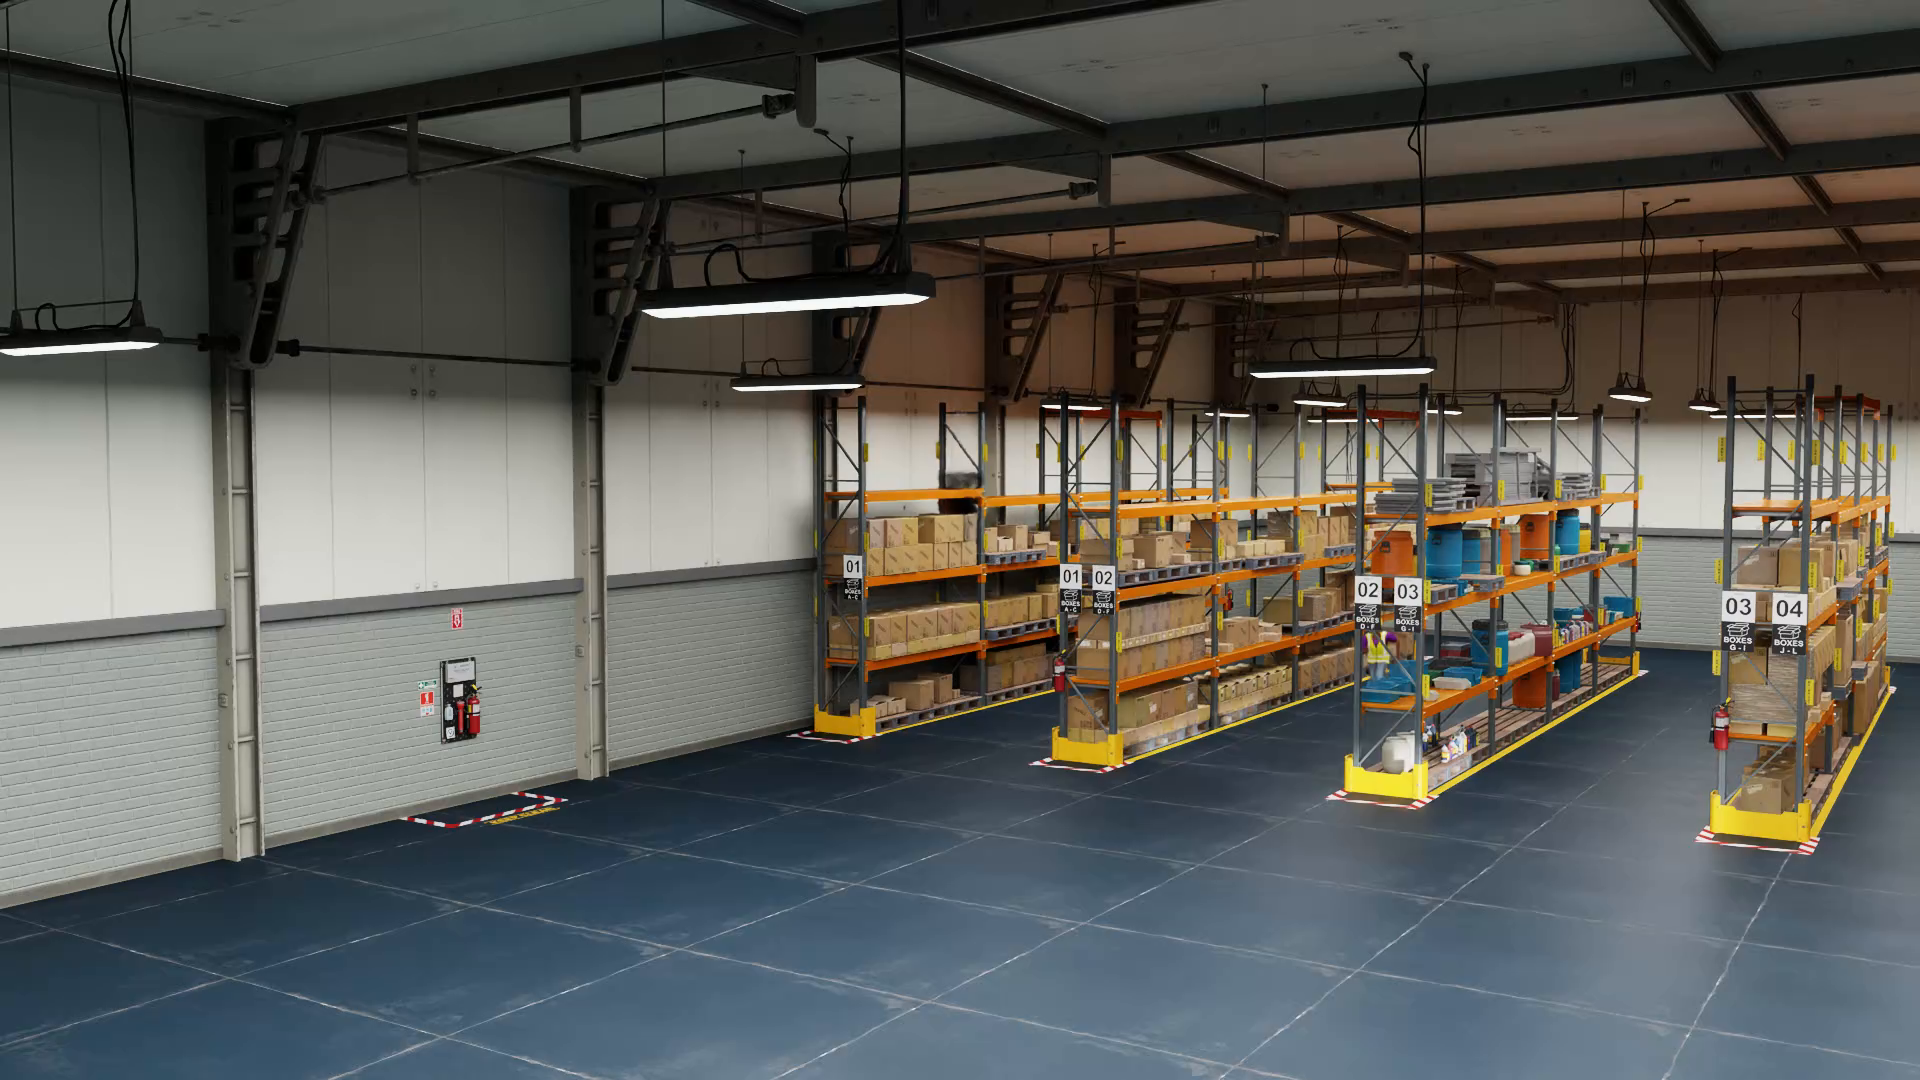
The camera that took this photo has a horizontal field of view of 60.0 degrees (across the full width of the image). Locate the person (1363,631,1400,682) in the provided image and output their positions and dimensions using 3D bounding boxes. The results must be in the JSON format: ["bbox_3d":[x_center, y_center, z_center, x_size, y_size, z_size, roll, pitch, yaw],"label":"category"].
[{"bbox_3d":[8.171,2.415,32.495,0.733,1.745,0.802,1,3,26],"label":"person"}]

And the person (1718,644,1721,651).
[{"bbox_3d":[14.715,2.462,31.547,0.640,1.720,0.773,2,4,36],"label":"person"}]
